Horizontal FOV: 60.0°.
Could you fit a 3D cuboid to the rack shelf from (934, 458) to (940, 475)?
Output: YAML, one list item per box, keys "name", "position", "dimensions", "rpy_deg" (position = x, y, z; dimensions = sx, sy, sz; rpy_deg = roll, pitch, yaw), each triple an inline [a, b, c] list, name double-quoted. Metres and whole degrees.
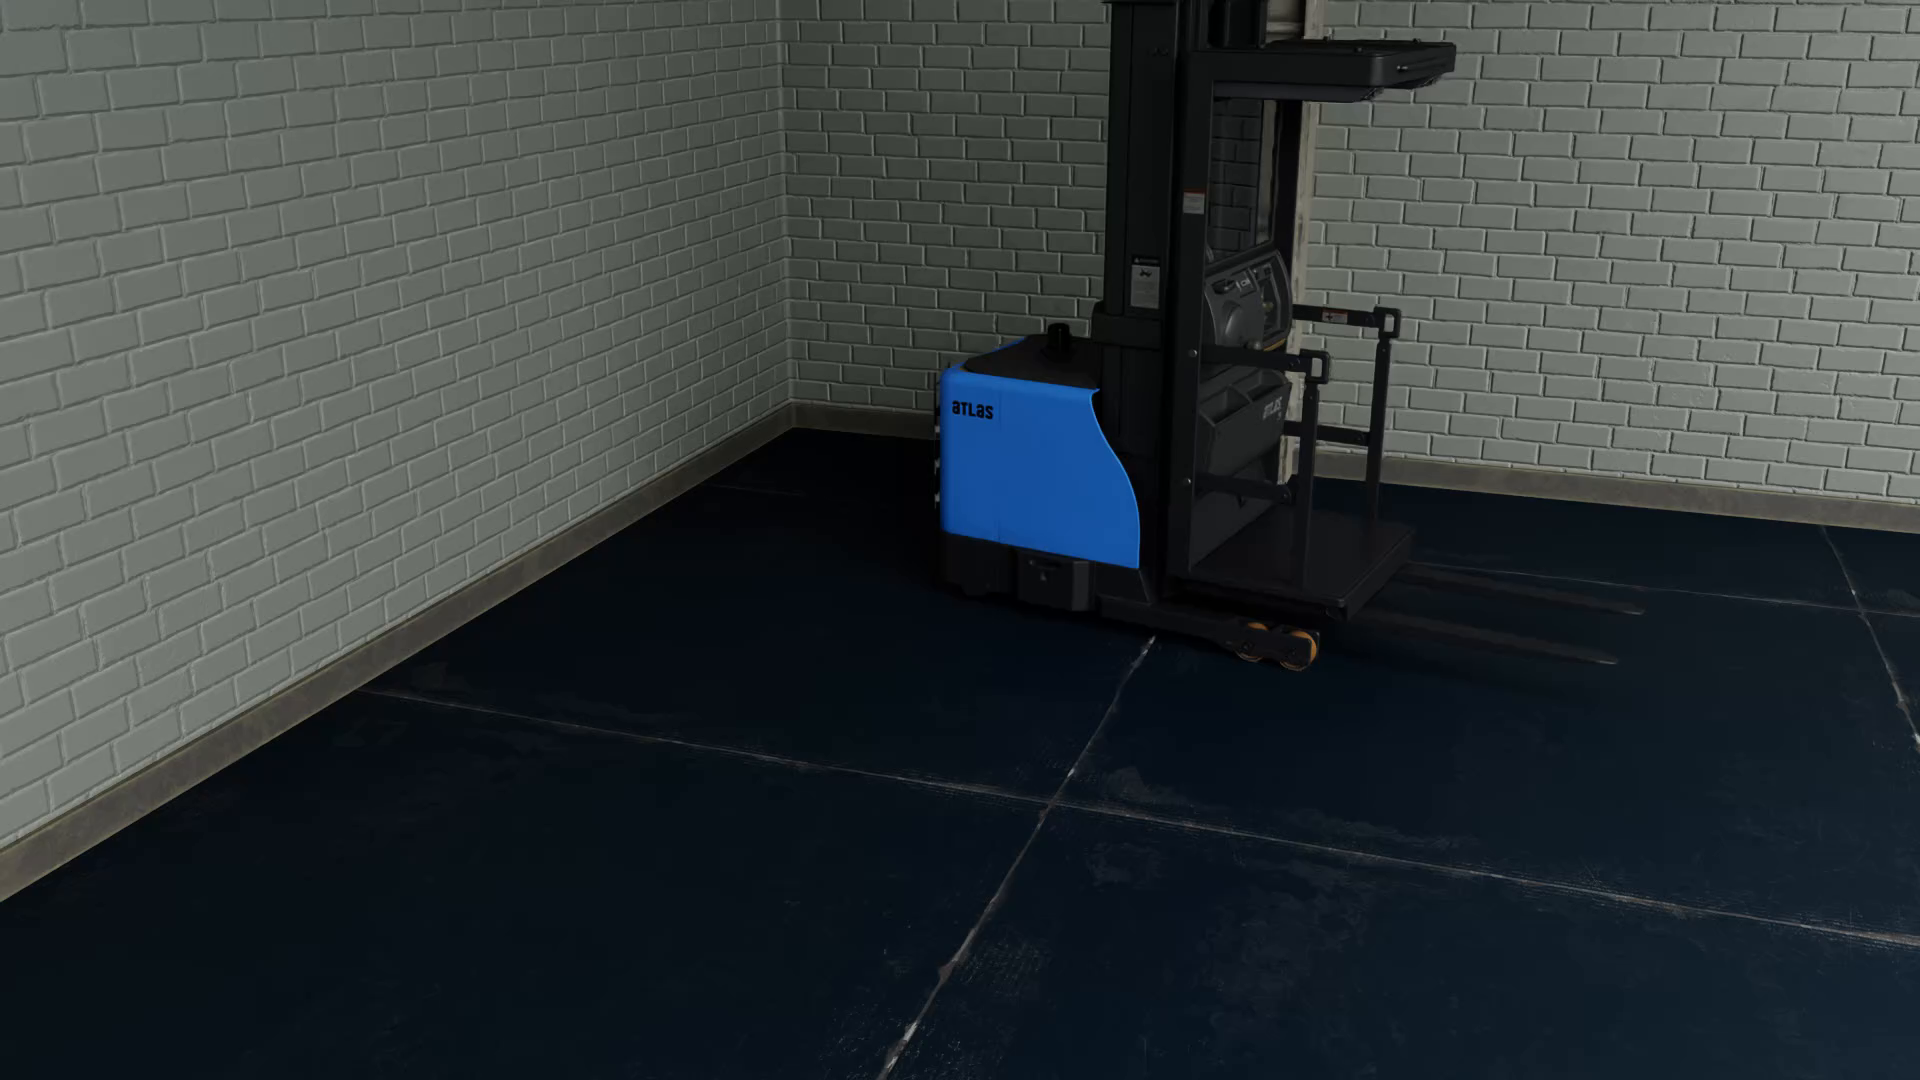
- name: "rack shelf"
  position: [0.008, -0.393, 8.437]
  dimensions: [0.200, 0.077, 0.258]
  rpy_deg: [7, 20, 18]

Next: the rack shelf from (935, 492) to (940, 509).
- name: "rack shelf"
  position: [0.008, -0.223, 8.496]
  dimensions: [0.200, 0.077, 0.258]
  rpy_deg: [7, 20, 18]

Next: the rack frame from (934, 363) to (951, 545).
- name: "rack frame"
  position: [-0.088, -0.435, 8.457]
  dimensions: [0.006, 0.900, 0.240]
  rpy_deg: [7, 20, 18]

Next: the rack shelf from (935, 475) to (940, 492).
- name: "rack shelf"
  position: [0.008, -0.308, 8.466]
  dimensions: [0.200, 0.077, 0.258]
  rpy_deg: [7, 20, 18]

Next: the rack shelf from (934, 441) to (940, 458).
- name: "rack shelf"
  position: [0.008, -0.478, 8.407]
  dimensions: [0.200, 0.077, 0.258]
  rpy_deg: [7, 20, 18]

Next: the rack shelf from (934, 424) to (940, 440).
- name: "rack shelf"
  position: [0.008, -0.563, 8.377]
  dimensions: [0.200, 0.077, 0.258]
  rpy_deg: [7, 20, 18]

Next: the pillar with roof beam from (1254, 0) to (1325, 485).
- name: "pillar with roof beam"
  position: [0.288, -3.278, 4.307]
  dimensions: [0.400, 9.000, 9.100]
  rpy_deg: [7, 20, 18]

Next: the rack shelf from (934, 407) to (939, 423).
- name: "rack shelf"
  position: [0.008, -0.648, 8.348]
  dimensions: [0.200, 0.077, 0.258]
  rpy_deg: [7, 20, 18]

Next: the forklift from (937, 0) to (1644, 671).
- name: "forklift"
  position: [1.424, -1.033, 7.087]
  dimensions: [3.031, 2.935, 1.130]
  rpy_deg: [11, 22, 28]

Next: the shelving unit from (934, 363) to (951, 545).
- name: "shelving unit"
  position: [0.008, -0.424, 8.426]
  dimensions: [0.210, 0.900, 0.258]
  rpy_deg: [7, 20, 18]
